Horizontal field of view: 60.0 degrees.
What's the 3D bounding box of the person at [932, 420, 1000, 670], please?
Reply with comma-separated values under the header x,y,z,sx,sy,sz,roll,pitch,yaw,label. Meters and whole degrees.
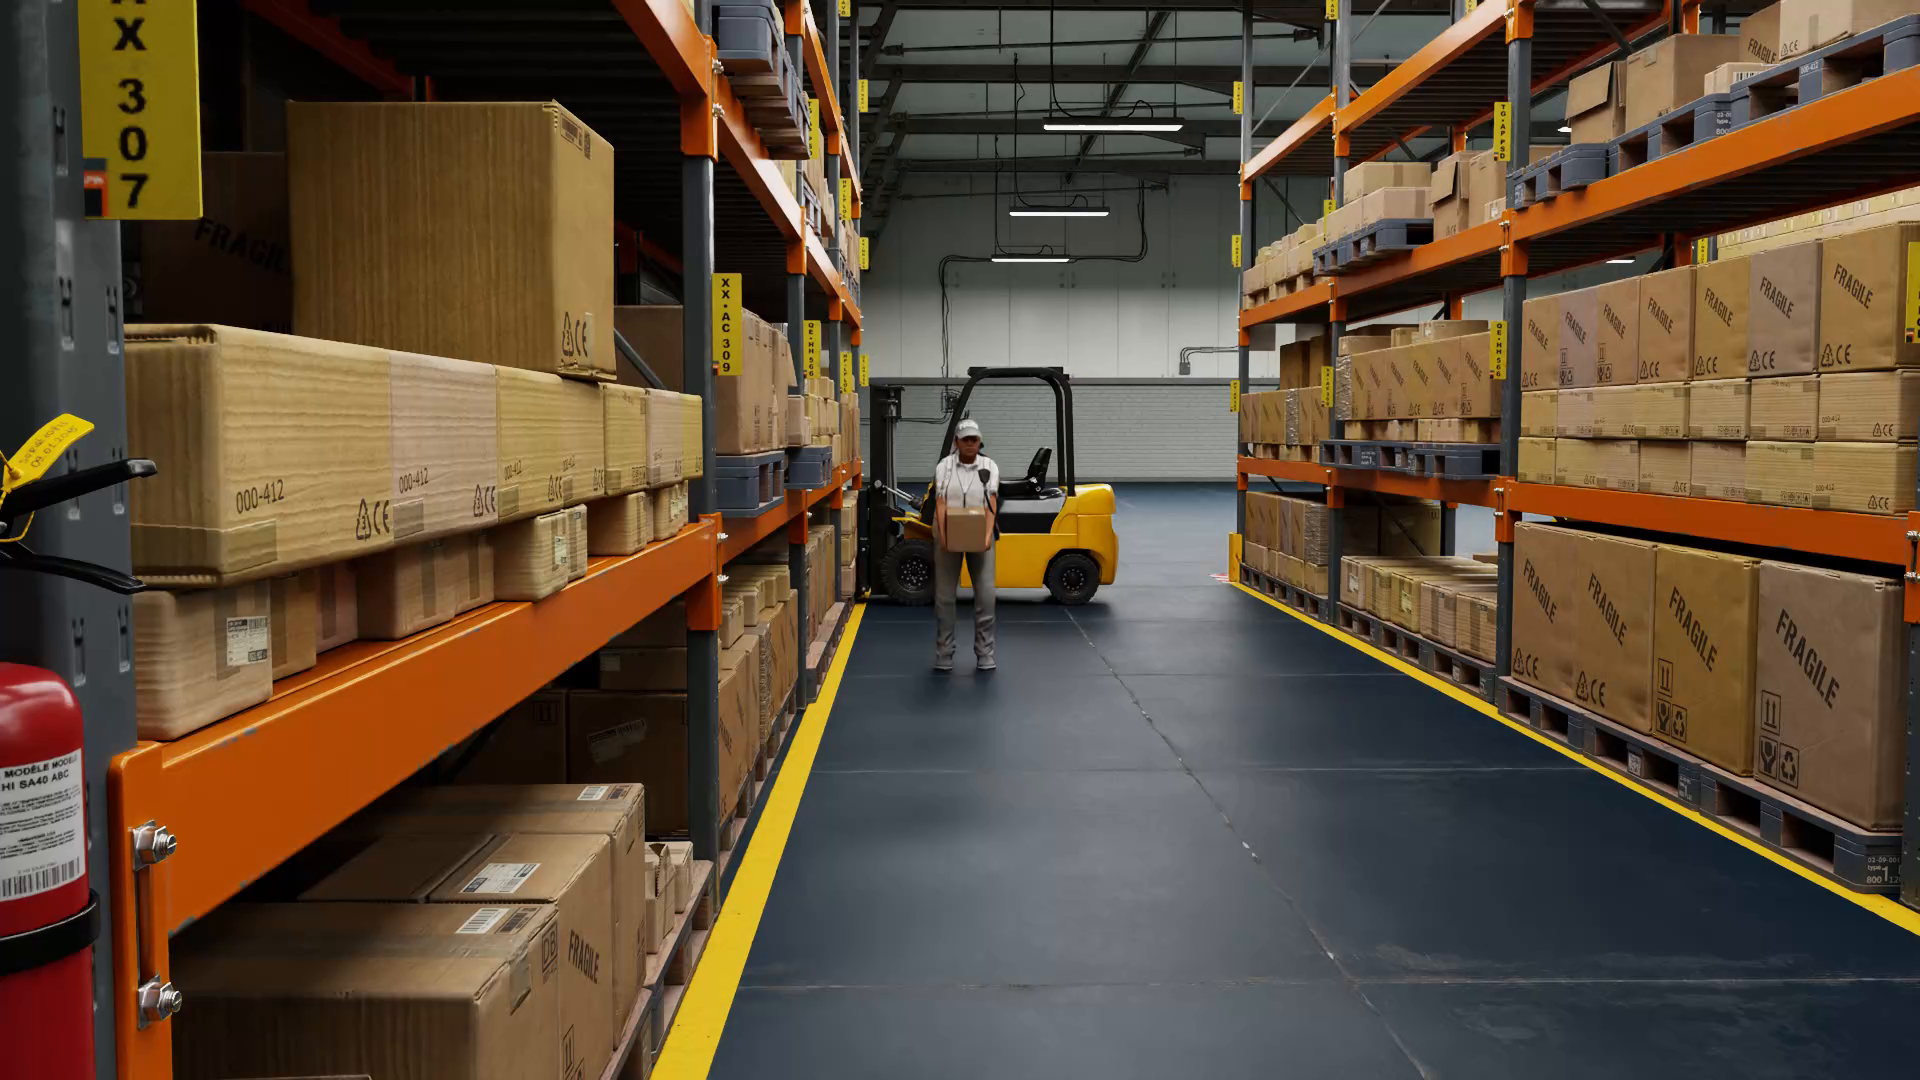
x,y,z,sx,sy,sz,roll,pitch,yaw,label
0.042,0.035,11.061,0.452,1.661,0.551,0,4,-1,person
